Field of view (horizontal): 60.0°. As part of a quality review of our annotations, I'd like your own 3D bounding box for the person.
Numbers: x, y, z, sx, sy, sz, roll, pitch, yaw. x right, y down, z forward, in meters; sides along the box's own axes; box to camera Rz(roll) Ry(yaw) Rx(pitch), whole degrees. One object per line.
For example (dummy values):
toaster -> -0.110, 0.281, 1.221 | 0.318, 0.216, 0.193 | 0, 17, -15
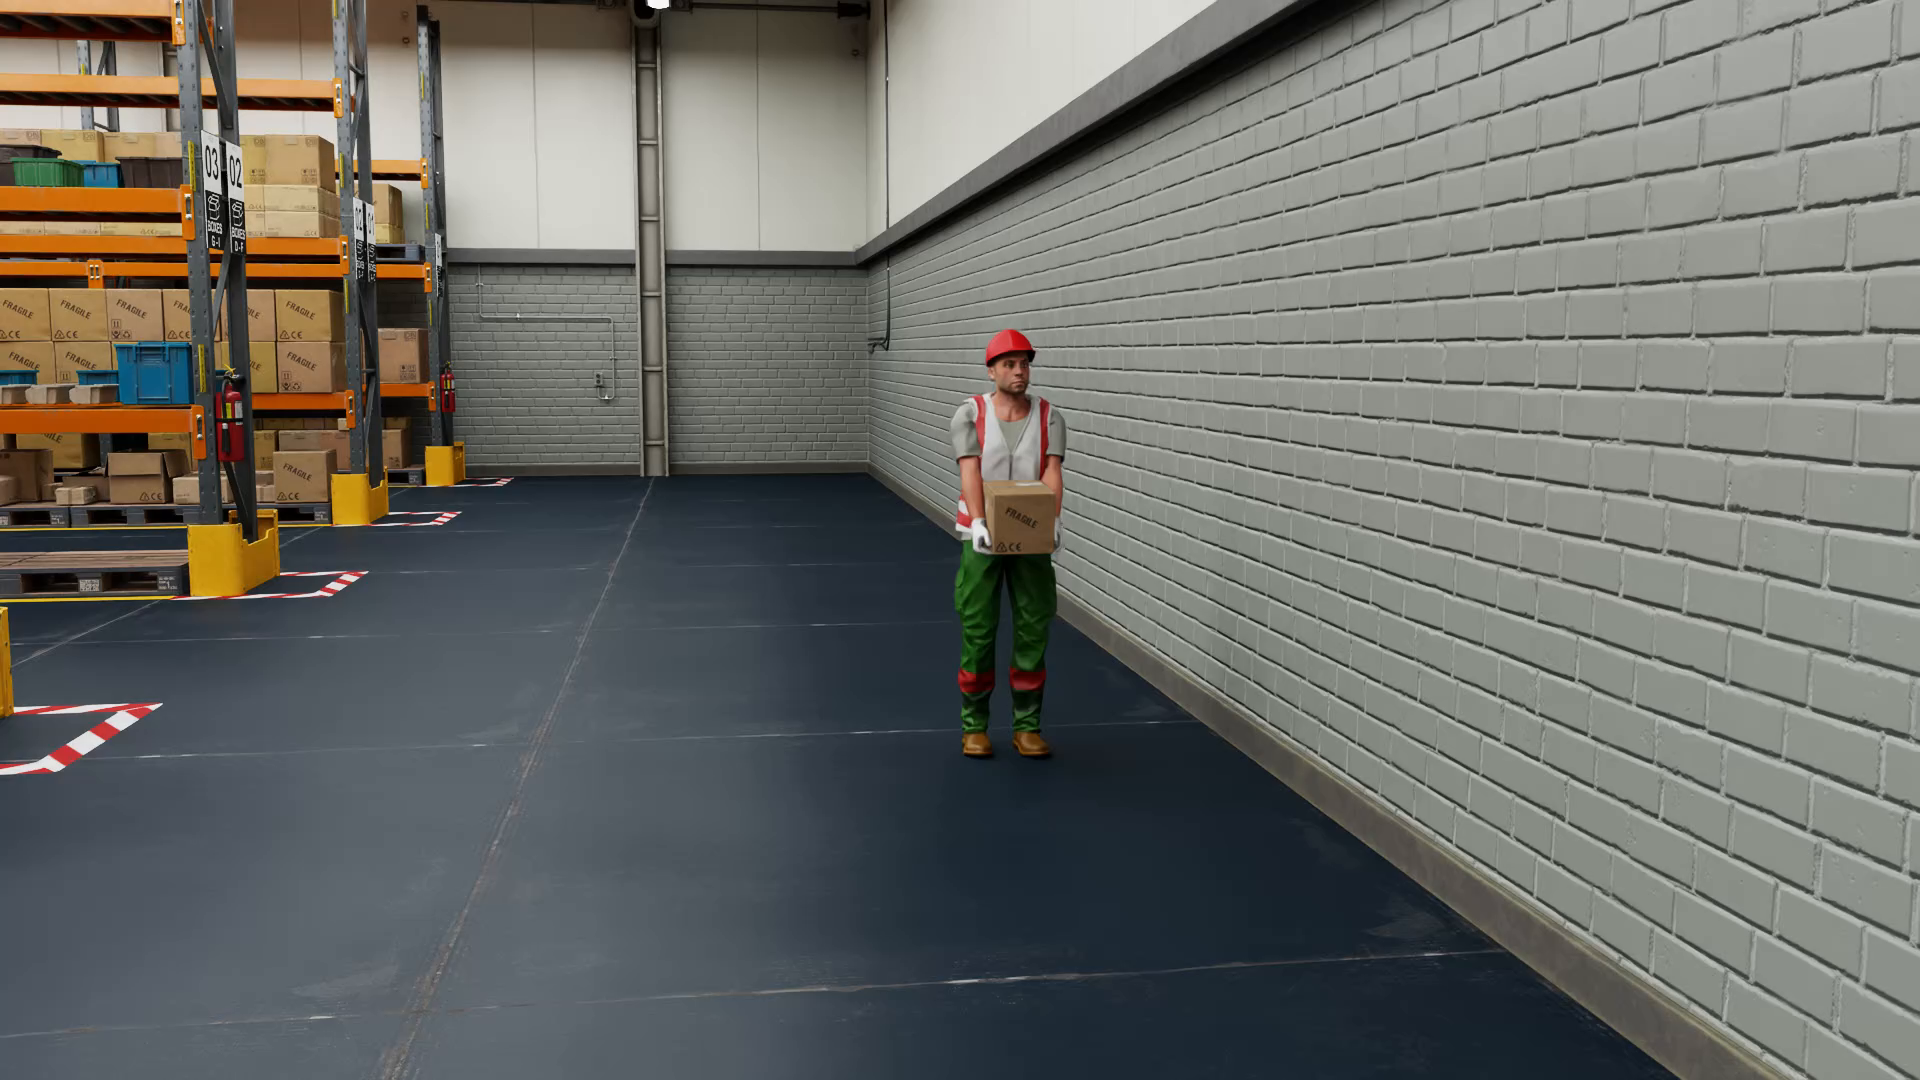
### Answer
person -> 0.219, 0.018, 6.948 | 0.495, 1.786, 0.556 | -1, 6, -10
